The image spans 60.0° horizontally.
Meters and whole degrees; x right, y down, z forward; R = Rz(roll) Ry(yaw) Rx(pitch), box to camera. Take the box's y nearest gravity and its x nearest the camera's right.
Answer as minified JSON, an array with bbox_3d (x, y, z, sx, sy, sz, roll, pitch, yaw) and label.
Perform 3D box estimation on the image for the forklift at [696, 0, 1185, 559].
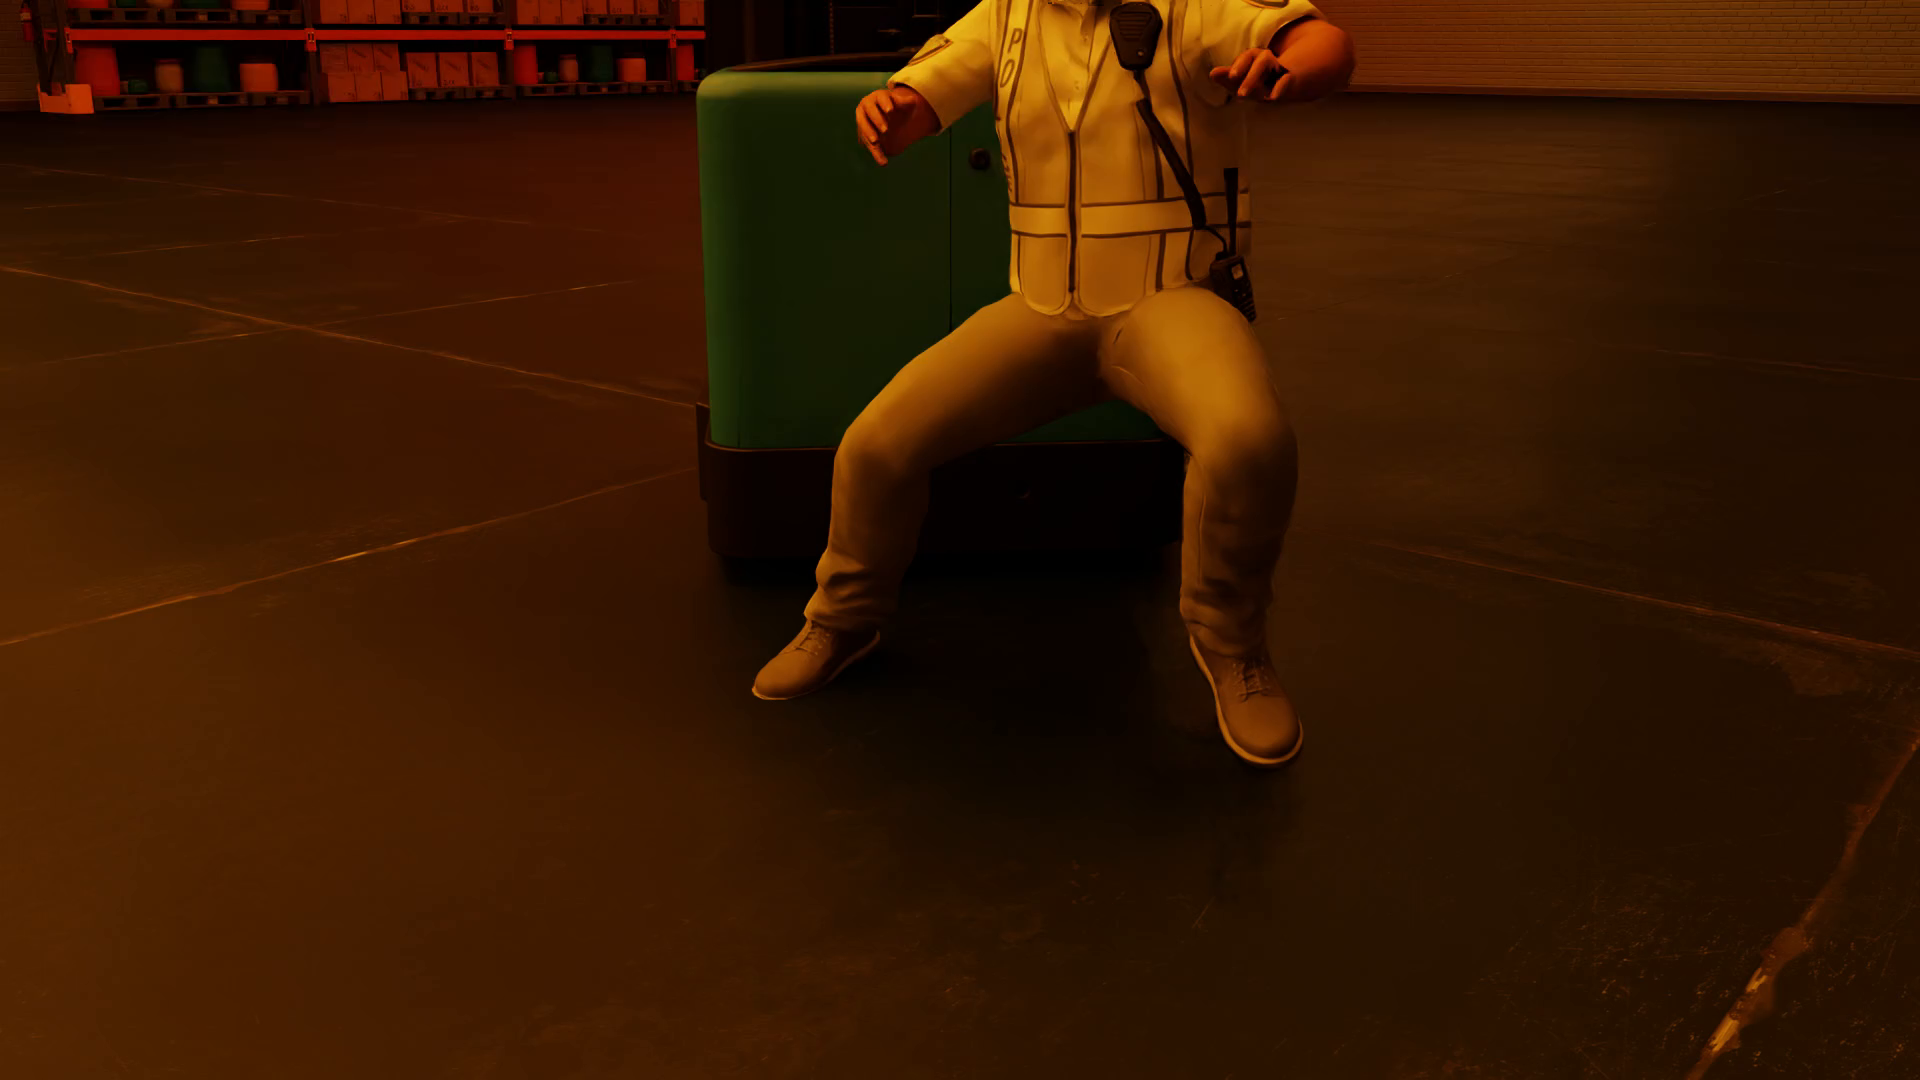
[{"bbox_3d":[-0.165,-1.742,4.635,1.130,2.935,3.031,-2,17,-5],"label":"forklift"}]

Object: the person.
[{"bbox_3d":[0.160,-0.423,2.779,1.009,1.526,0.769,11,20,32],"label":"person"}]
